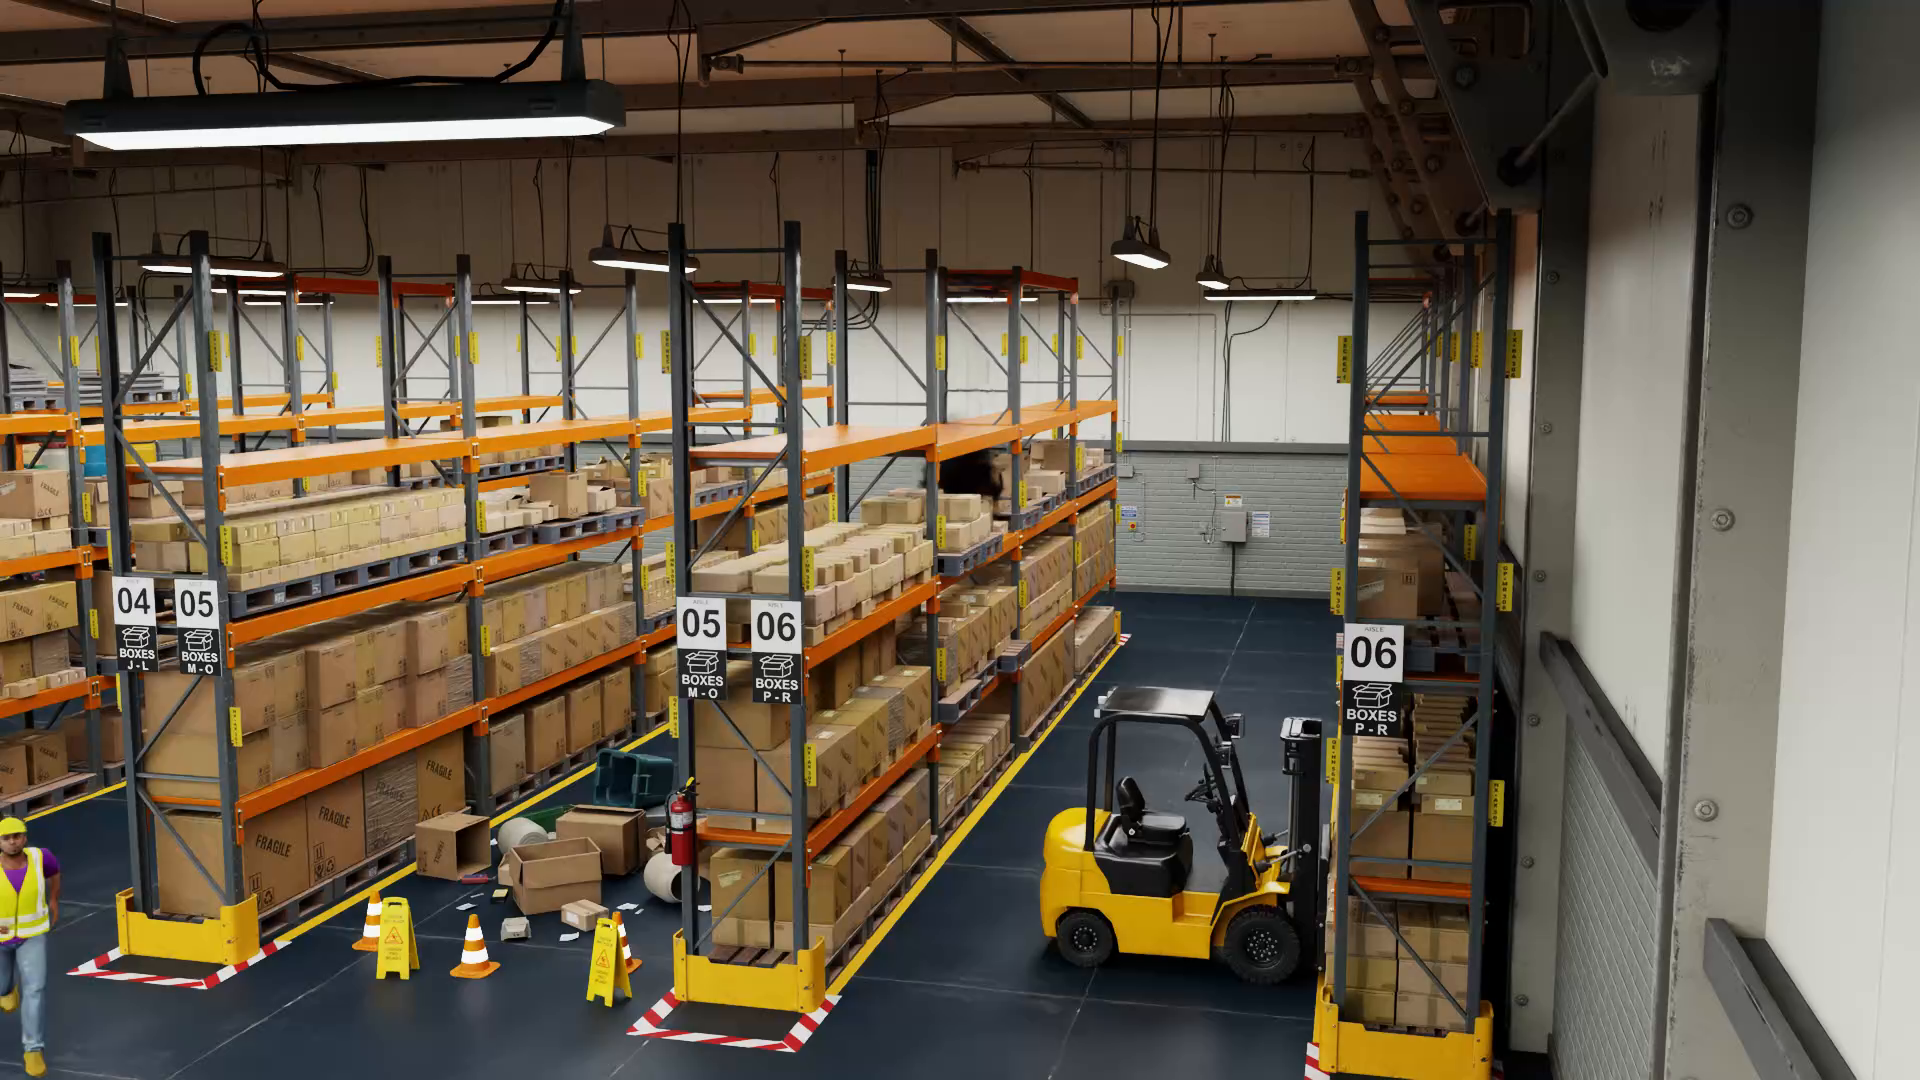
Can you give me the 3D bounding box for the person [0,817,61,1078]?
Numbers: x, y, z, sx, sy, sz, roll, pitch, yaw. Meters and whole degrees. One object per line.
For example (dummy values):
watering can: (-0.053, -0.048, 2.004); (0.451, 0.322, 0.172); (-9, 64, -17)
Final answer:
person: (-6.832, 2.854, 11.992); (0.666, 1.763, 1.139); (-4, 8, -30)
